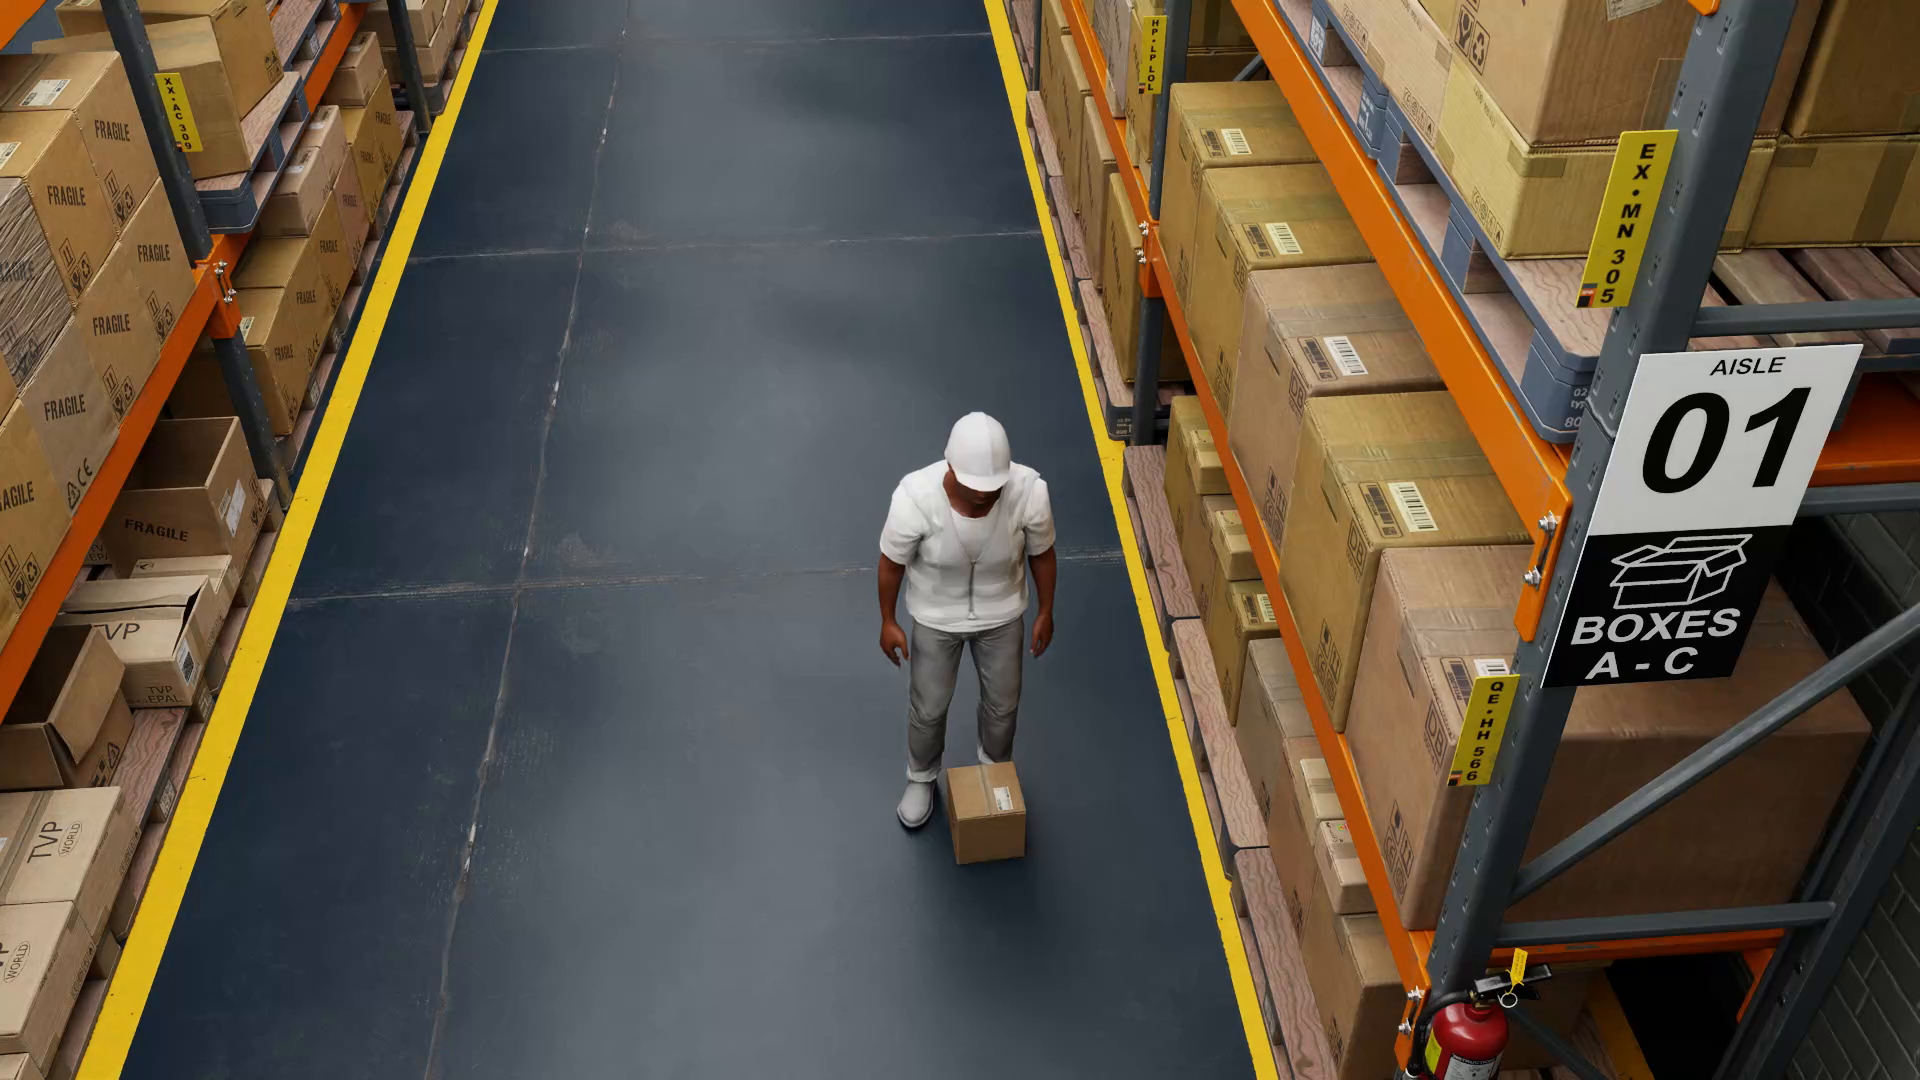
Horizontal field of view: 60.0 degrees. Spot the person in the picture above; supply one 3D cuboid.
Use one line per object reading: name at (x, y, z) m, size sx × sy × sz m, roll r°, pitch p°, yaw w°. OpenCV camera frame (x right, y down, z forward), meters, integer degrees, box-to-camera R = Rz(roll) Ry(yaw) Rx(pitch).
person at (0.028, 0.273, 5.801) m, size 0.625 × 1.760 × 0.460 m, roll -4°, pitch 39°, yaw -5°
